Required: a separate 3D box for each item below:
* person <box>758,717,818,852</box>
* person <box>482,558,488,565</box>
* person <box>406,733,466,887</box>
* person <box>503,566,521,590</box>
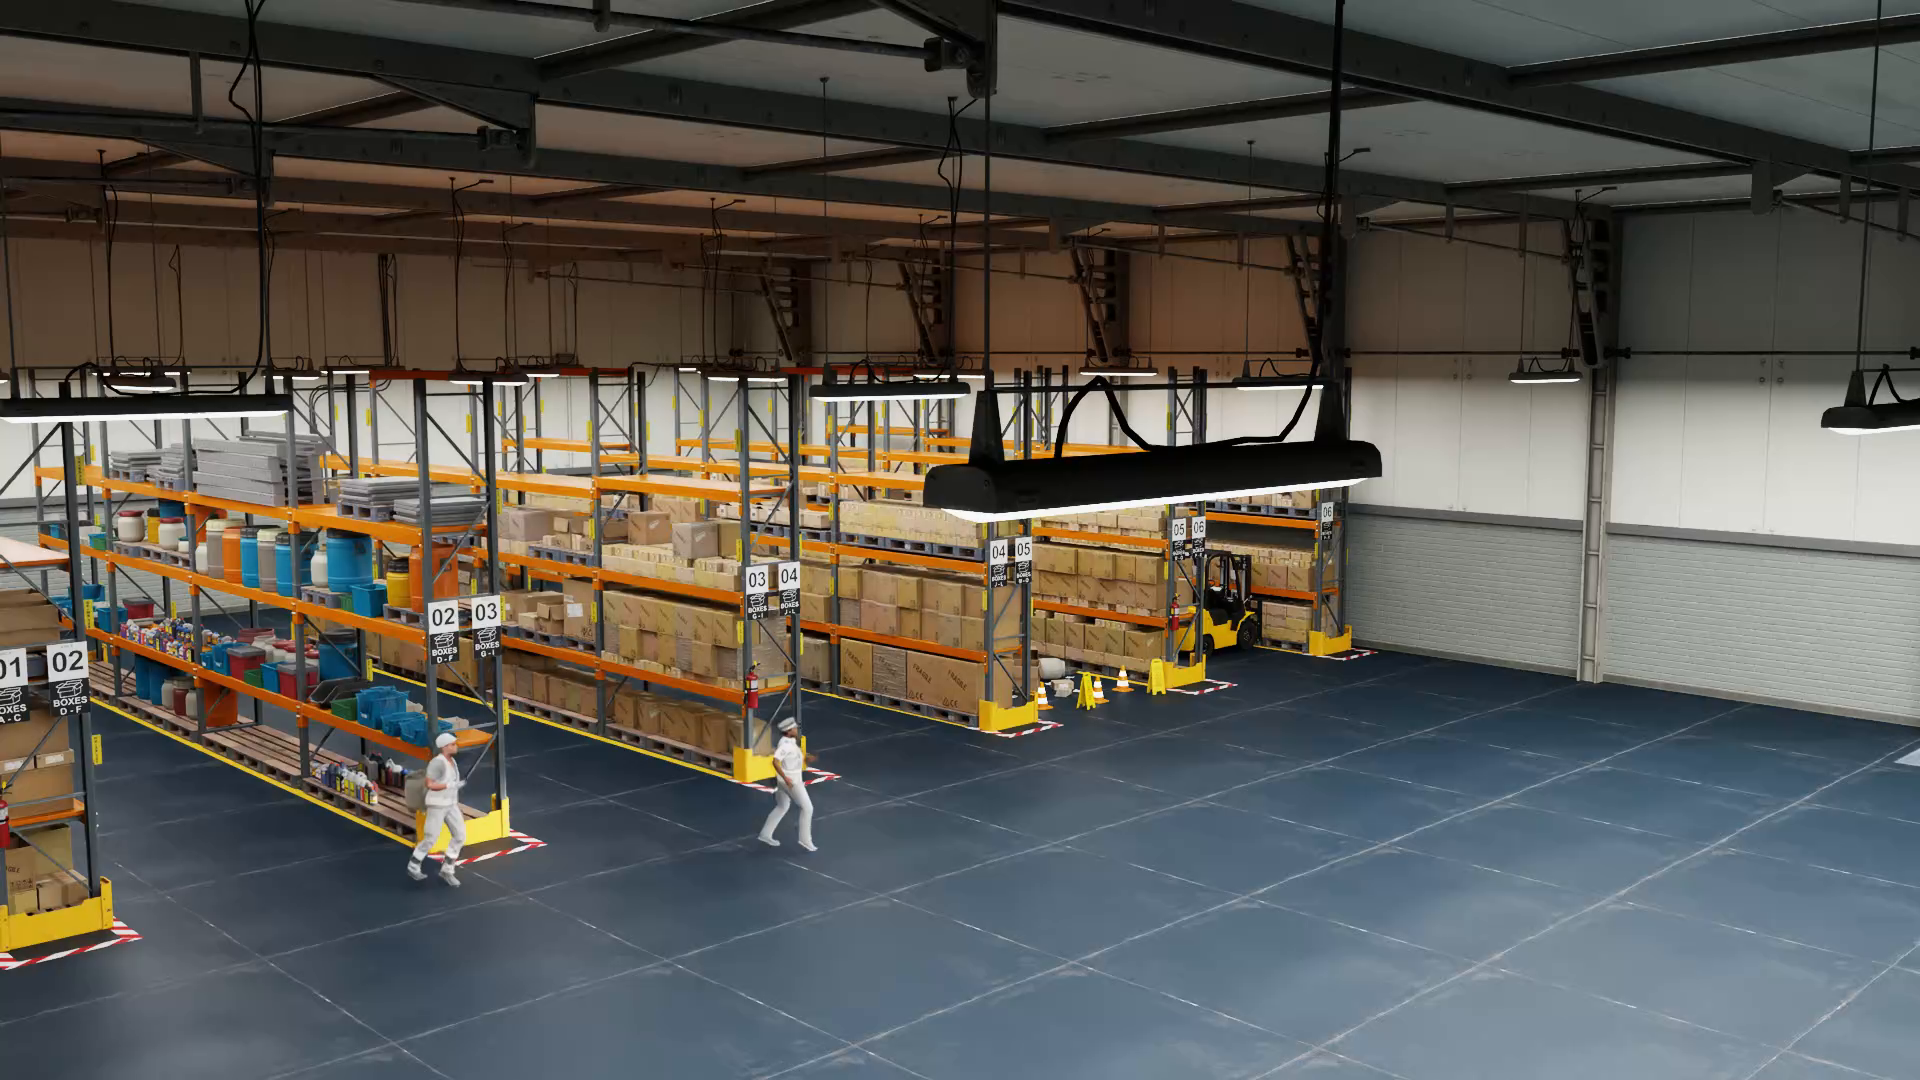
[{"bbox_3d":[-2.171,3.113,21.106,0.762,1.757,0.549,-2,7,-17],"label":"person"},{"bbox_3d":[-10.741,1.206,37.574,0.696,1.799,0.883,-5,8,-37],"label":"person"},{"bbox_3d":[-6.201,3.213,19.955,0.732,1.798,0.660,2,7,18],"label":"person"},{"bbox_3d":[-10.936,0.842,40.886,0.691,1.732,0.664,6,9,44],"label":"person"}]
